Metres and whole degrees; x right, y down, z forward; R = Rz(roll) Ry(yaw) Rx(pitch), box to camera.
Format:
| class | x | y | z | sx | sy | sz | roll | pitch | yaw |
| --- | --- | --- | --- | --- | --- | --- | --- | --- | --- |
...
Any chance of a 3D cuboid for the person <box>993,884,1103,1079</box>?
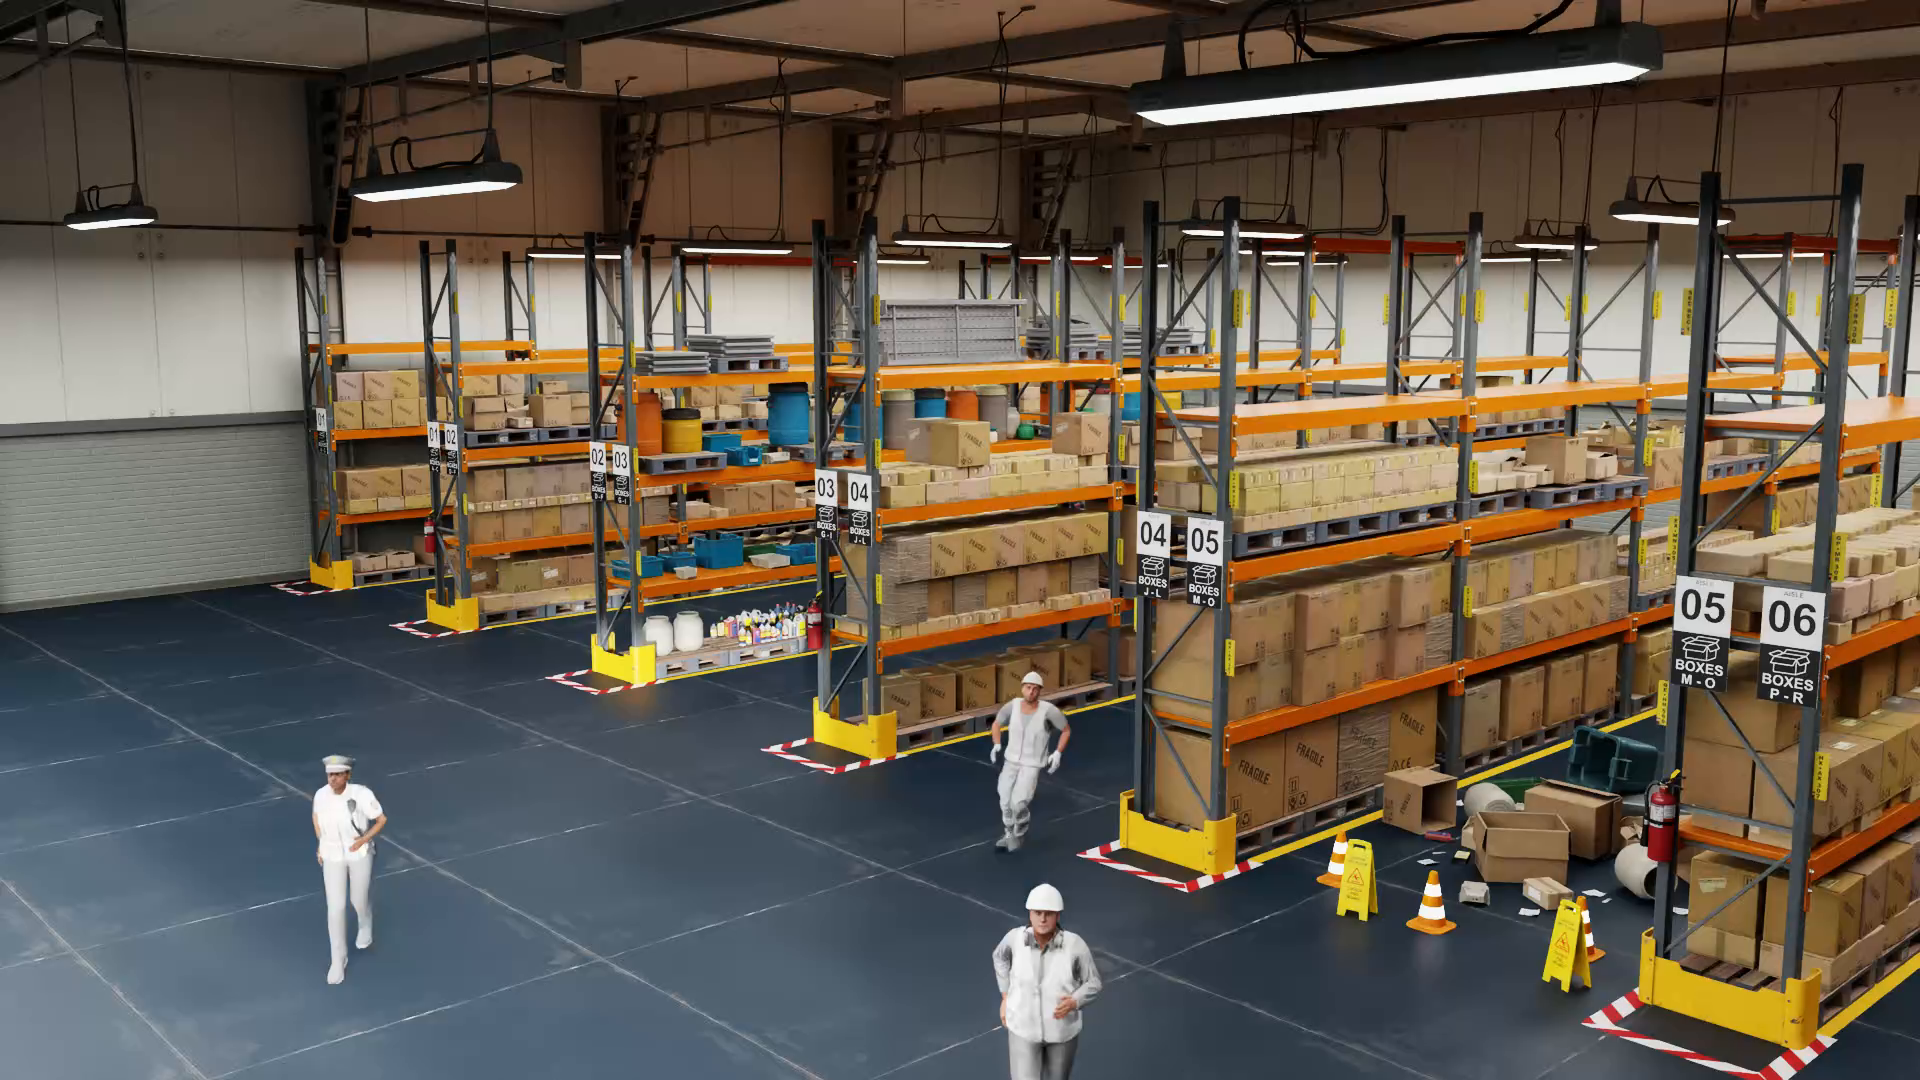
| class | x | y | z | sx | sy | sz | roll | pitch | yaw |
| --- | --- | --- | --- | --- | --- | --- | --- | --- | --- |
| person | 0.507 | 2.883 | 9.745 | 0.644 | 1.820 | 0.786 | 0 | 8 | 3 |

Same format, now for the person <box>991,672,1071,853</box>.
| class | x | y | z | sx | sy | sz | roll | pitch | yaw |
| --- | --- | --- | --- | --- | --- | --- | --- | --- | --- |
| person | 0.598 | 2.063 | 15.340 | 0.719 | 1.722 | 0.599 | 4 | 9 | 25 |

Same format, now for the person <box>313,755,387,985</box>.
| class | x | y | z | sx | sy | sz | roll | pitch | yaw |
| --- | --- | --- | --- | --- | --- | --- | --- | --- | --- |
| person | -4.705 | 2.458 | 12.851 | 0.576 | 1.735 | 0.796 | -1 | 9 | -10 |
